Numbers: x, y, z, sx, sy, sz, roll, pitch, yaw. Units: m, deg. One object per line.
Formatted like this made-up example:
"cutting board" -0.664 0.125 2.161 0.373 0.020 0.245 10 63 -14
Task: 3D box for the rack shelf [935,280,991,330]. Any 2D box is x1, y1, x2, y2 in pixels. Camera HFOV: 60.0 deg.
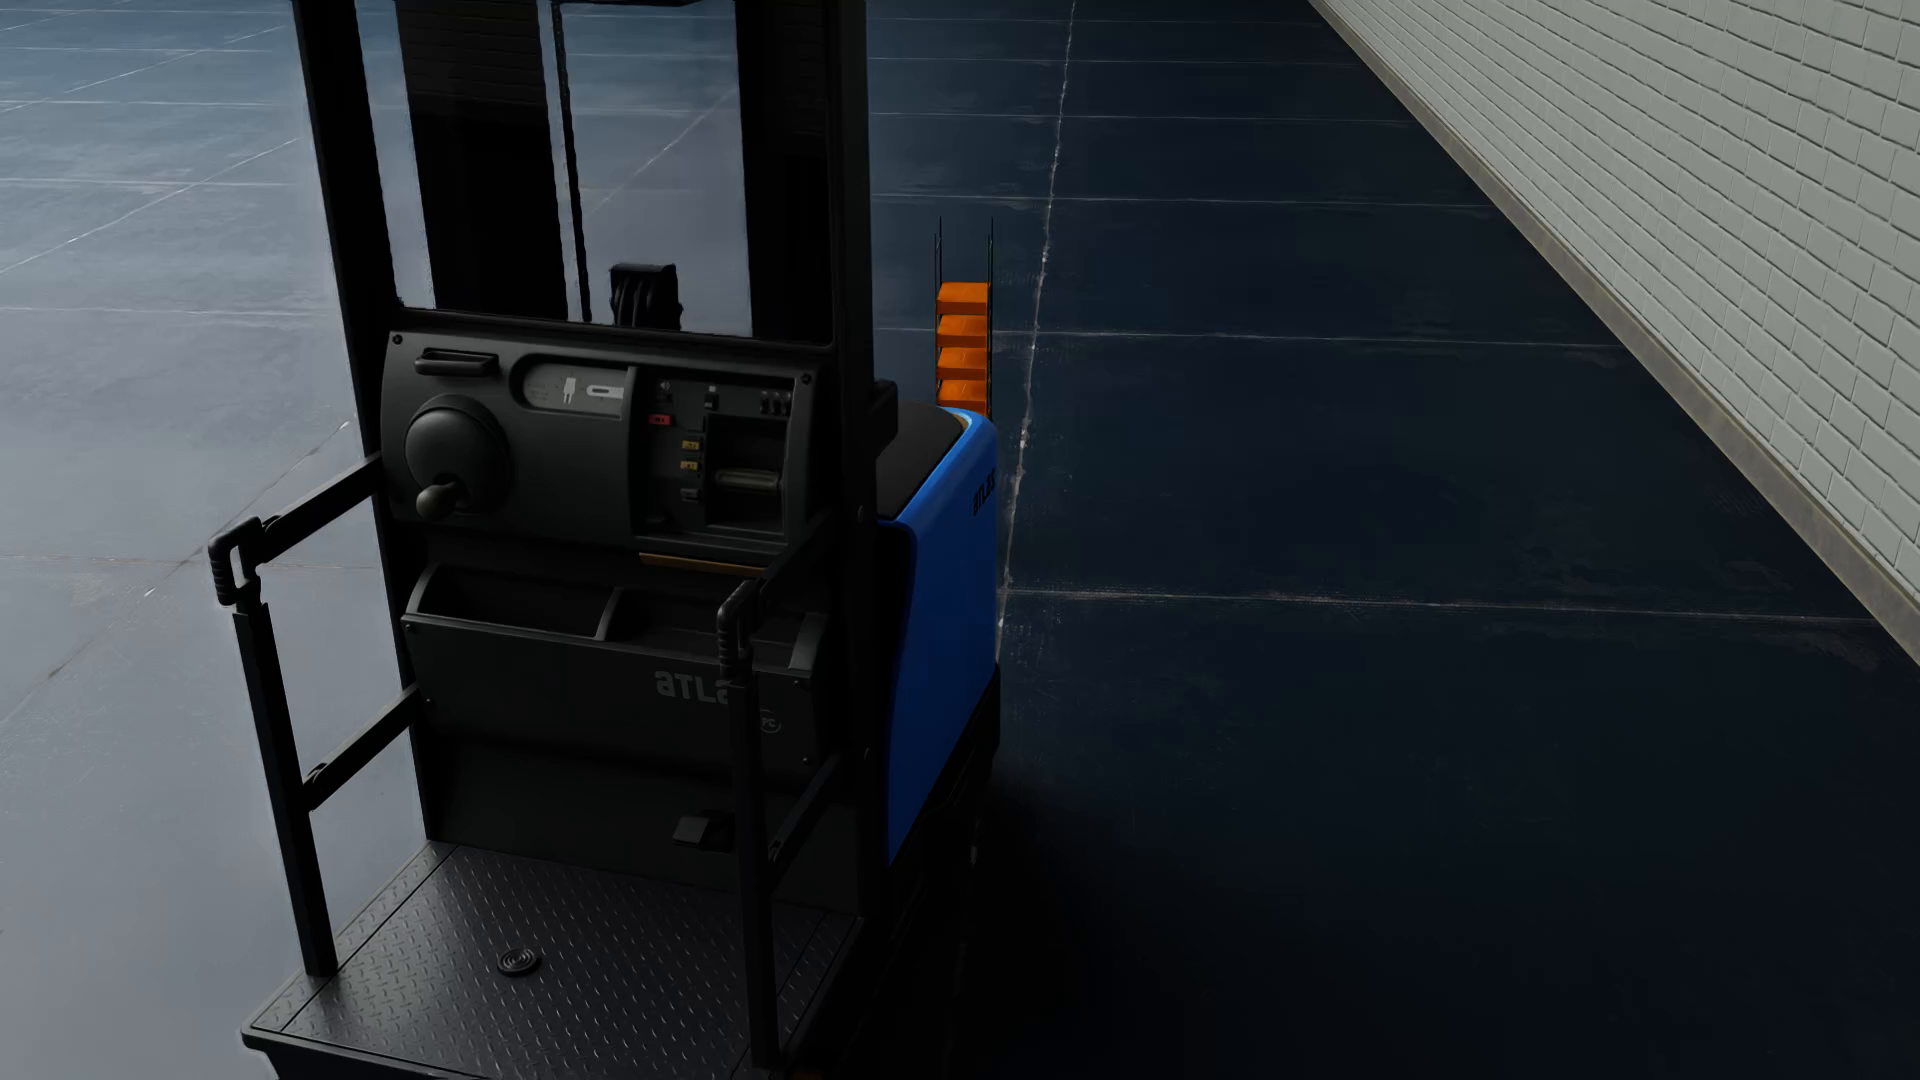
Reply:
"rack shelf" 0.014 -0.831 5.866 0.180 0.103 0.258 2 25 4

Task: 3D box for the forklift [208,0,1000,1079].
"forklift" -0.779 -0.165 3.102 1.130 2.935 3.031 7 26 14

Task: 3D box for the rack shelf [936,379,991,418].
"rack shelf" 0.014 -0.504 6.017 0.180 0.103 0.258 2 25 4

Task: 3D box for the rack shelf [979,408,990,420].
"rack shelf" 0.014 -0.395 6.067 0.180 0.103 0.258 2 25 4

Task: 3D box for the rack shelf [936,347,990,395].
"rack shelf" 0.014 -0.613 5.967 0.180 0.103 0.258 2 25 4

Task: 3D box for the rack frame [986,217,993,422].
"rack frame" 0.106 -0.542 5.992 0.006 1.200 0.240 2 25 4

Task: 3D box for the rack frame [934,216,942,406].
"rack frame" -0.077 -0.548 6.005 0.006 1.200 0.240 2 25 4

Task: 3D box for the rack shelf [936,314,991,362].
"rack shelf" 0.014 -0.722 5.916 0.180 0.103 0.258 2 25 4

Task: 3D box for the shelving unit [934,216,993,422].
"shelving unit" 0.014 -0.545 5.998 0.189 1.200 0.258 2 25 4
